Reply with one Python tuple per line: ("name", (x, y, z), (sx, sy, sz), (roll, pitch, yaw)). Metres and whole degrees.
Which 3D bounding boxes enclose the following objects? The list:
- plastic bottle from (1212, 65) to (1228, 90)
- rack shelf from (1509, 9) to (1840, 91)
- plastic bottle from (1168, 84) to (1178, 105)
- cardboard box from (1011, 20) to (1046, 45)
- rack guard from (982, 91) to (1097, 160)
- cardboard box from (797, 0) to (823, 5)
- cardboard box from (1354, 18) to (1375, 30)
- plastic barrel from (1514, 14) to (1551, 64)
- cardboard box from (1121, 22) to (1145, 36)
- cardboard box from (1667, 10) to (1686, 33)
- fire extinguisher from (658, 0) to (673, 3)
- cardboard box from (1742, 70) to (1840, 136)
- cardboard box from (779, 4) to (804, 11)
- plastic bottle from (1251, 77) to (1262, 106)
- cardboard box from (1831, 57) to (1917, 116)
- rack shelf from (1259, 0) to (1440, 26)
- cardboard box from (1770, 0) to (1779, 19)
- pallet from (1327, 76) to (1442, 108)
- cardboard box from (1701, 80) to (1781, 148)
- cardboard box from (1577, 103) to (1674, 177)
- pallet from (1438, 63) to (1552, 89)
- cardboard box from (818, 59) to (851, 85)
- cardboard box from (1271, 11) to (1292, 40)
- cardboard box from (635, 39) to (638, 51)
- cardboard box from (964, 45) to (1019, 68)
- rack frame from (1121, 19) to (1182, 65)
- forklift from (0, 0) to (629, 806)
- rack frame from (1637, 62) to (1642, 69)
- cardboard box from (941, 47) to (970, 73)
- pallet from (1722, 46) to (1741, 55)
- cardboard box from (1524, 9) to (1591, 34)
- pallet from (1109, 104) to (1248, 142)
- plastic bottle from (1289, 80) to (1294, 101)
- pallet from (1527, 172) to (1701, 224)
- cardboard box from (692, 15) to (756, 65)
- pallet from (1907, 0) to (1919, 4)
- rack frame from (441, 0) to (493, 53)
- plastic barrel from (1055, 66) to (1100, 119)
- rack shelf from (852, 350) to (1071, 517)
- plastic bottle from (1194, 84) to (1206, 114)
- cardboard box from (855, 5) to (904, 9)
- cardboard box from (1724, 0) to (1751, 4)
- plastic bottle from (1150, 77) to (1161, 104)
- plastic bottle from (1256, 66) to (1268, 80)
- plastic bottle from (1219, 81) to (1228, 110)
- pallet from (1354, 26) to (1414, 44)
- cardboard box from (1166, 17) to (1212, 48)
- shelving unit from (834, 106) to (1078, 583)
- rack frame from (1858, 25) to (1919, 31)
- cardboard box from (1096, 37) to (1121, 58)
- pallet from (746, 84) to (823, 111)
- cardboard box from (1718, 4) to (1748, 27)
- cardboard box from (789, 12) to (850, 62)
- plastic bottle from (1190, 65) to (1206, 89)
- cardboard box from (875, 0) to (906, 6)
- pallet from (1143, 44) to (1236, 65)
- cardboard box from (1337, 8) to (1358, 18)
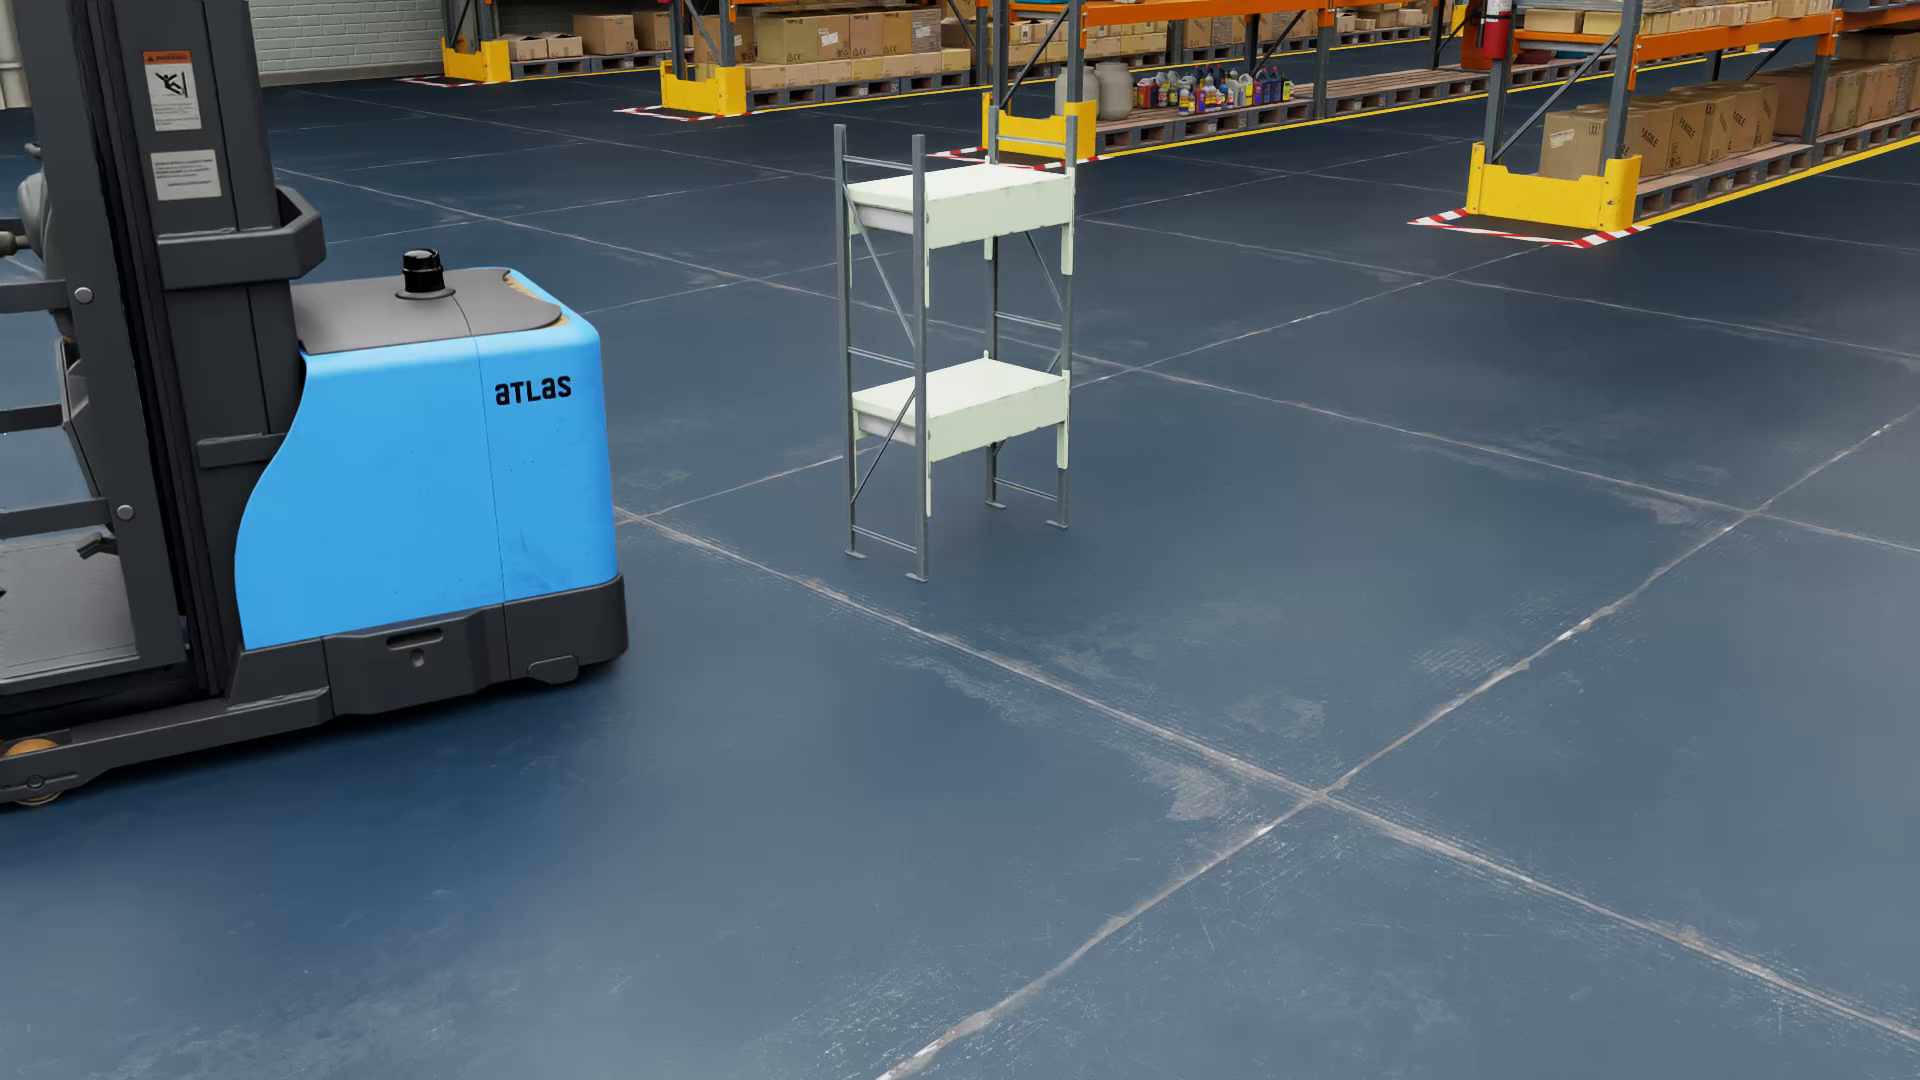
("plastic bottle", (2.735, -4.832, 17.544), (0.144, 0.351, 0.185), (19, 28, 41))
("rack shelf", (5.646, -3.913, 13.077), (1.077, 0.370, 4.000), (19, 28, 41))
("plastic bottle", (2.191, -4.574, 17.080), (0.097, 0.201, 0.097), (0, 21, 0))
("cardboard box", (0.766, -6.589, 21.502), (0.500, 0.311, 0.500), (19, 28, 40))
("rack guard", (0.721, -3.839, 15.365), (1.175, 0.500, 0.348), (19, 28, 41))
("cardboard box", (-2.439, -8.313, 25.347), (0.500, 0.250, 0.500), (18, 28, 39))
("cardboard box", (6.571, -8.461, 27.243), (0.380, 0.166, 0.250), (19, 28, 41))
("plastic barrel", (7.400, -6.522, 21.637), (0.600, 0.588, 0.708), (19, 28, 41))
("cardboard box", (2.190, -7.114, 22.869), (0.500, 0.311, 0.500), (19, 28, 40))
("cardboard box", (4.994, -3.751, 12.003), (0.380, 0.149, 0.250), (19, 28, 41))
("fire extinguisher", (-3.260, -6.265, 18.301), (0.296, 0.674, 0.183), (19, 28, 41))
("cardboard box", (7.485, -3.954, 15.052), (0.700, 0.500, 0.500), (17, 27, 37))
("cardboard box", (-2.780, -7.859, 25.213), (0.700, 0.500, 0.500), (19, 28, 40))
("plastic bottle", (3.032, -4.601, 17.036), (0.133, 0.283, 0.061), (-18, 27, -39))
("cardboard box", (9.001, -4.507, 16.490), (0.700, 0.500, 0.500), (16, 26, 36))
("rack shelf", (4.888, -6.181, 18.977), (1.077, 0.370, 4.000), (19, 28, 41))
("cardboard box", (6.340, -4.282, 13.385), (0.380, 0.149, 0.250), (19, 28, 41))
("pallet", (4.864, -5.228, 19.381), (1.003, 0.211, 1.213), (19, 28, 41))
("cardboard box", (6.733, -3.699, 14.417), (0.500, 0.500, 0.500), (18, 28, 39))
("cardboard box", (5.091, -3.083, 12.812), (0.500, 0.500, 0.500), (-12, 24, -28))
("pallet", (6.803, -5.942, 21.241), (1.003, 0.211, 1.213), (19, 28, 41))
("cardboard box", (-1.616, -5.468, 19.366), (0.500, 0.250, 0.500), (19, 28, 41))
("cardboard box", (4.687, -7.886, 25.282), (0.500, 0.500, 0.500), (20, 29, 41))
("cardboard box", (-4.736, -6.951, 23.338), (0.380, 0.149, 0.250), (17, 27, 36))
("cardboard box", (0.405, -6.198, 21.265), (0.500, 0.250, 0.500), (18, 28, 39))
("rack frame", (2.736, -8.271, 23.414), (1.000, 3.000, 0.127), (19, 28, 41))
("forklift", (-2.548, -0.867, 4.245), (3.031, 2.935, 1.130), (-11, 24, -26))
("rack frame", (9.073, -8.059, 22.861), (1.000, 3.000, 0.127), (19, 28, 41))
("cardboard box", (-0.221, -5.982, 20.704), (0.500, 0.250, 0.500), (19, 28, 41))
("pallet", (11.261, -7.583, 25.510), (1.003, 0.211, 1.213), (19, 28, 41))
("cardboard box", (4.302, -3.742, 11.980), (0.380, 0.149, 0.250), (19, 28, 41))
("pallet", (2.143, -4.224, 16.769), (1.003, 0.211, 1.213), (19, 28, 41))
("plastic bottle", (3.463, -4.731, 17.488), (0.097, 0.201, 0.097), (0, 21, 0))
("pallet", (4.896, -2.653, 12.682), (1.003, 0.211, 1.213), (19, 28, 41))
("cardboard box", (-2.683, -5.690, 18.899), (0.500, 0.500, 0.500), (19, 28, 41))
("pallet", (8.480, -5.183, 15.645), (1.003, 0.211, 1.213), (19, 28, 41))
("rack frame", (-6.396, -7.454, 21.287), (1.000, 3.000, 0.127), (19, 28, 41))
("plastic barrel", (1.106, -4.197, 15.696), (0.421, 0.512, 0.421), (0, 21, 0))
("rack shelf", (-0.005, -0.394, 5.918), (0.431, 0.370, 0.720), (19, 28, 41))
("plastic bottle", (2.361, -4.353, 16.393), (0.133, 0.283, 0.061), (-20, 28, -41))
("cardboard box", (-0.945, -6.335, 20.576), (0.500, 0.500, 0.500), (19, 28, 41))
("cardboard box", (5.654, -4.457, 12.935), (0.875, 0.500, 0.500), (19, 28, 41))
("plastic bottle", (1.961, -4.584, 17.003), (0.152, 0.276, 0.135), (18, 28, 39))
("plastic bottle", (3.146, -4.770, 17.383), (0.144, 0.351, 0.185), (19, 28, 41))
("plastic bottle", (2.640, -4.460, 16.687), (0.097, 0.271, 0.097), (0, 21, 0))
("pallet", (6.858, -8.489, 27.868), (1.003, 0.211, 1.213), (19, 28, 41))
("cardboard box", (3.259, -7.356, 23.902), (0.500, 0.500, 0.500), (-19, 28, -40))
("shelving unit", (-0.005, -0.698, 5.801), (0.431, 1.500, 0.755), (19, 28, 41))
("rack frame", (9.832, -5.791, 16.961), (1.000, 3.000, 0.127), (19, 28, 41))
("cardboard box", (1.834, -6.726, 22.640), (0.500, 0.250, 0.500), (-19, 28, -41))
("pallet", (-2.341, -5.121, 19.102), (1.003, 0.211, 1.213), (19, 28, 41))
("cardboard box", (5.736, -3.992, 12.631), (0.380, 0.149, 0.250), (19, 28, 41))
("cardboard box", (-1.624, -5.821, 19.239), (0.500, 0.500, 0.500), (19, 28, 41))
("plastic bottle", (2.500, -4.819, 17.511), (0.144, 0.351, 0.185), (18, 27, 38))
("cardboard box", (-1.280, -8.351, 26.491), (0.500, 0.500, 0.700), (-20, 29, -41))
("pallet", (3.284, -7.152, 24.389), (1.003, 0.211, 1.213), (19, 28, 41))
("cardboard box", (6.244, -8.660, 27.560), (0.500, 0.311, 0.500), (19, 28, 41))
